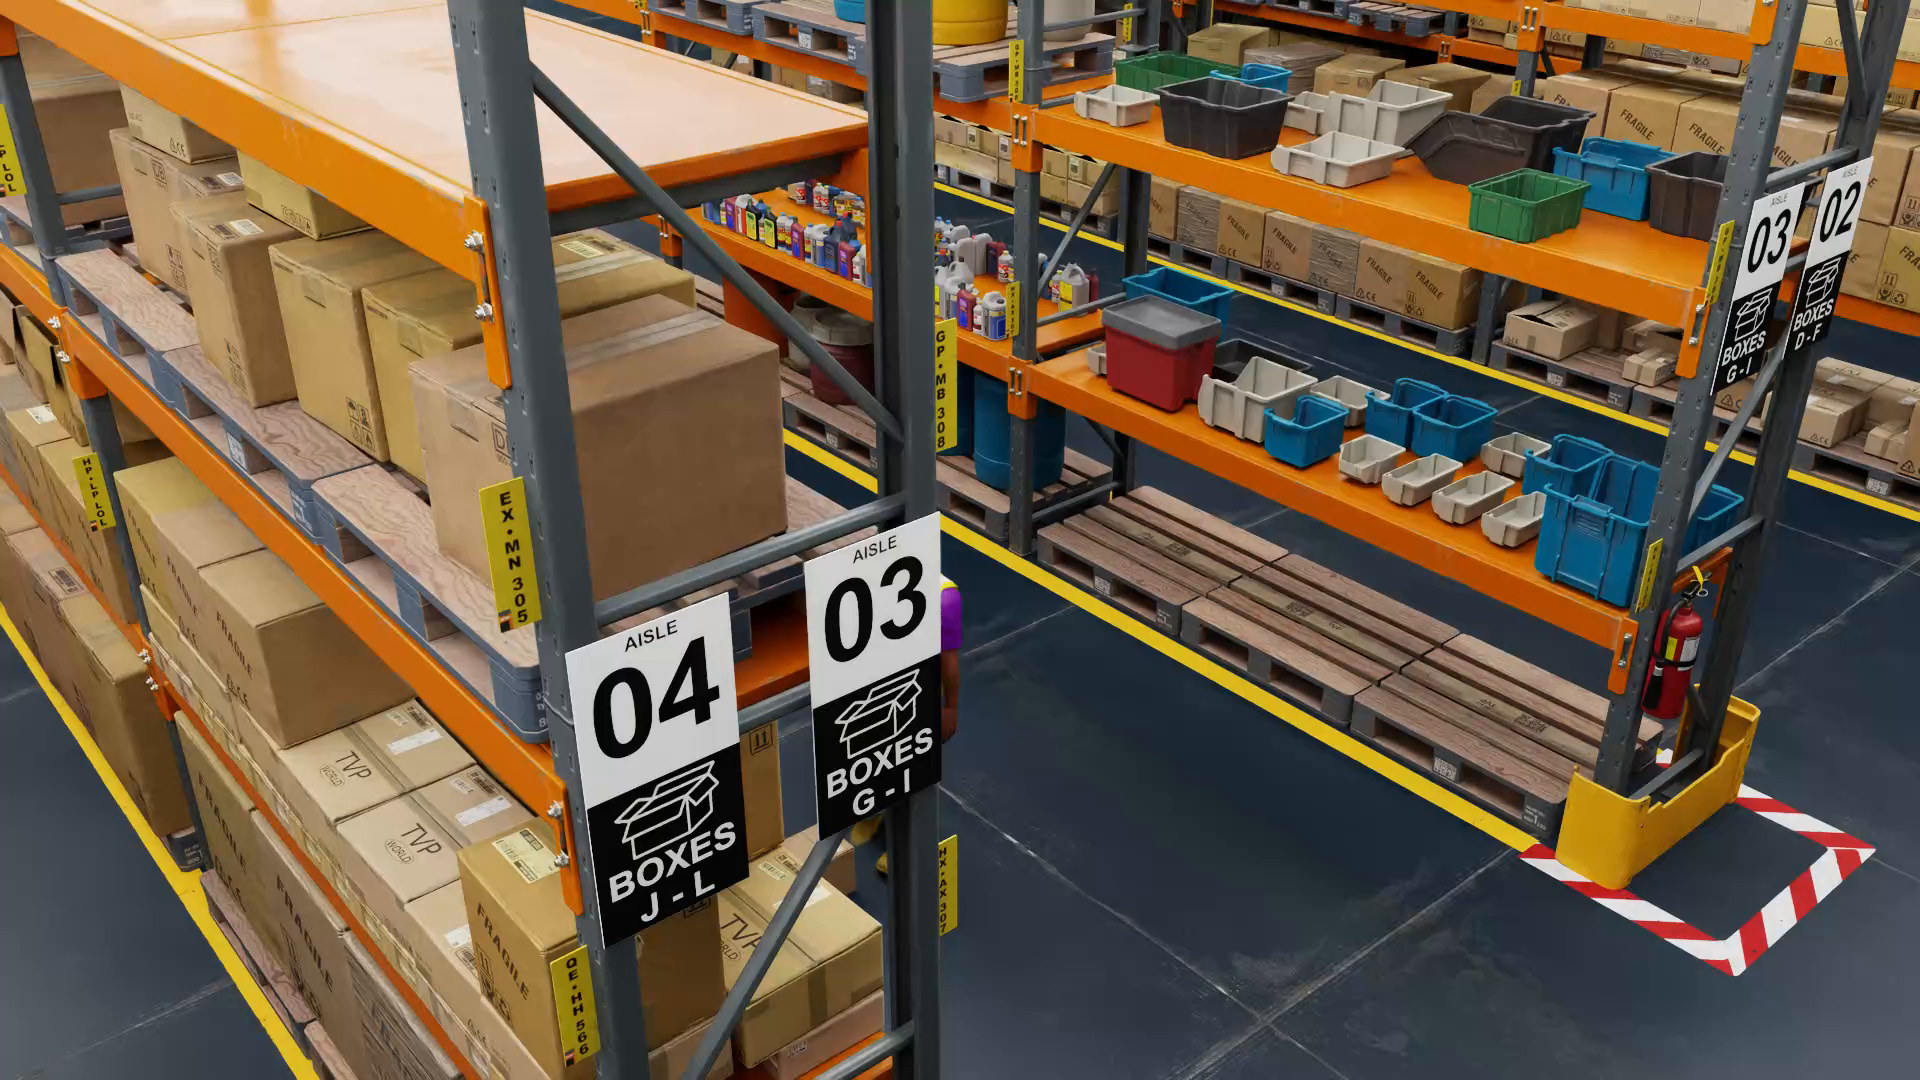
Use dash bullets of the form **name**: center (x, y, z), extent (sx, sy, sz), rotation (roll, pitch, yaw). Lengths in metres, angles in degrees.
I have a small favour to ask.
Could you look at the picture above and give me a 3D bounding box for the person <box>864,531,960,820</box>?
- **person**: center (-0.257, 0.640, 7.506), extent (0.592, 1.703, 0.337), rotation (20, 34, 33)
